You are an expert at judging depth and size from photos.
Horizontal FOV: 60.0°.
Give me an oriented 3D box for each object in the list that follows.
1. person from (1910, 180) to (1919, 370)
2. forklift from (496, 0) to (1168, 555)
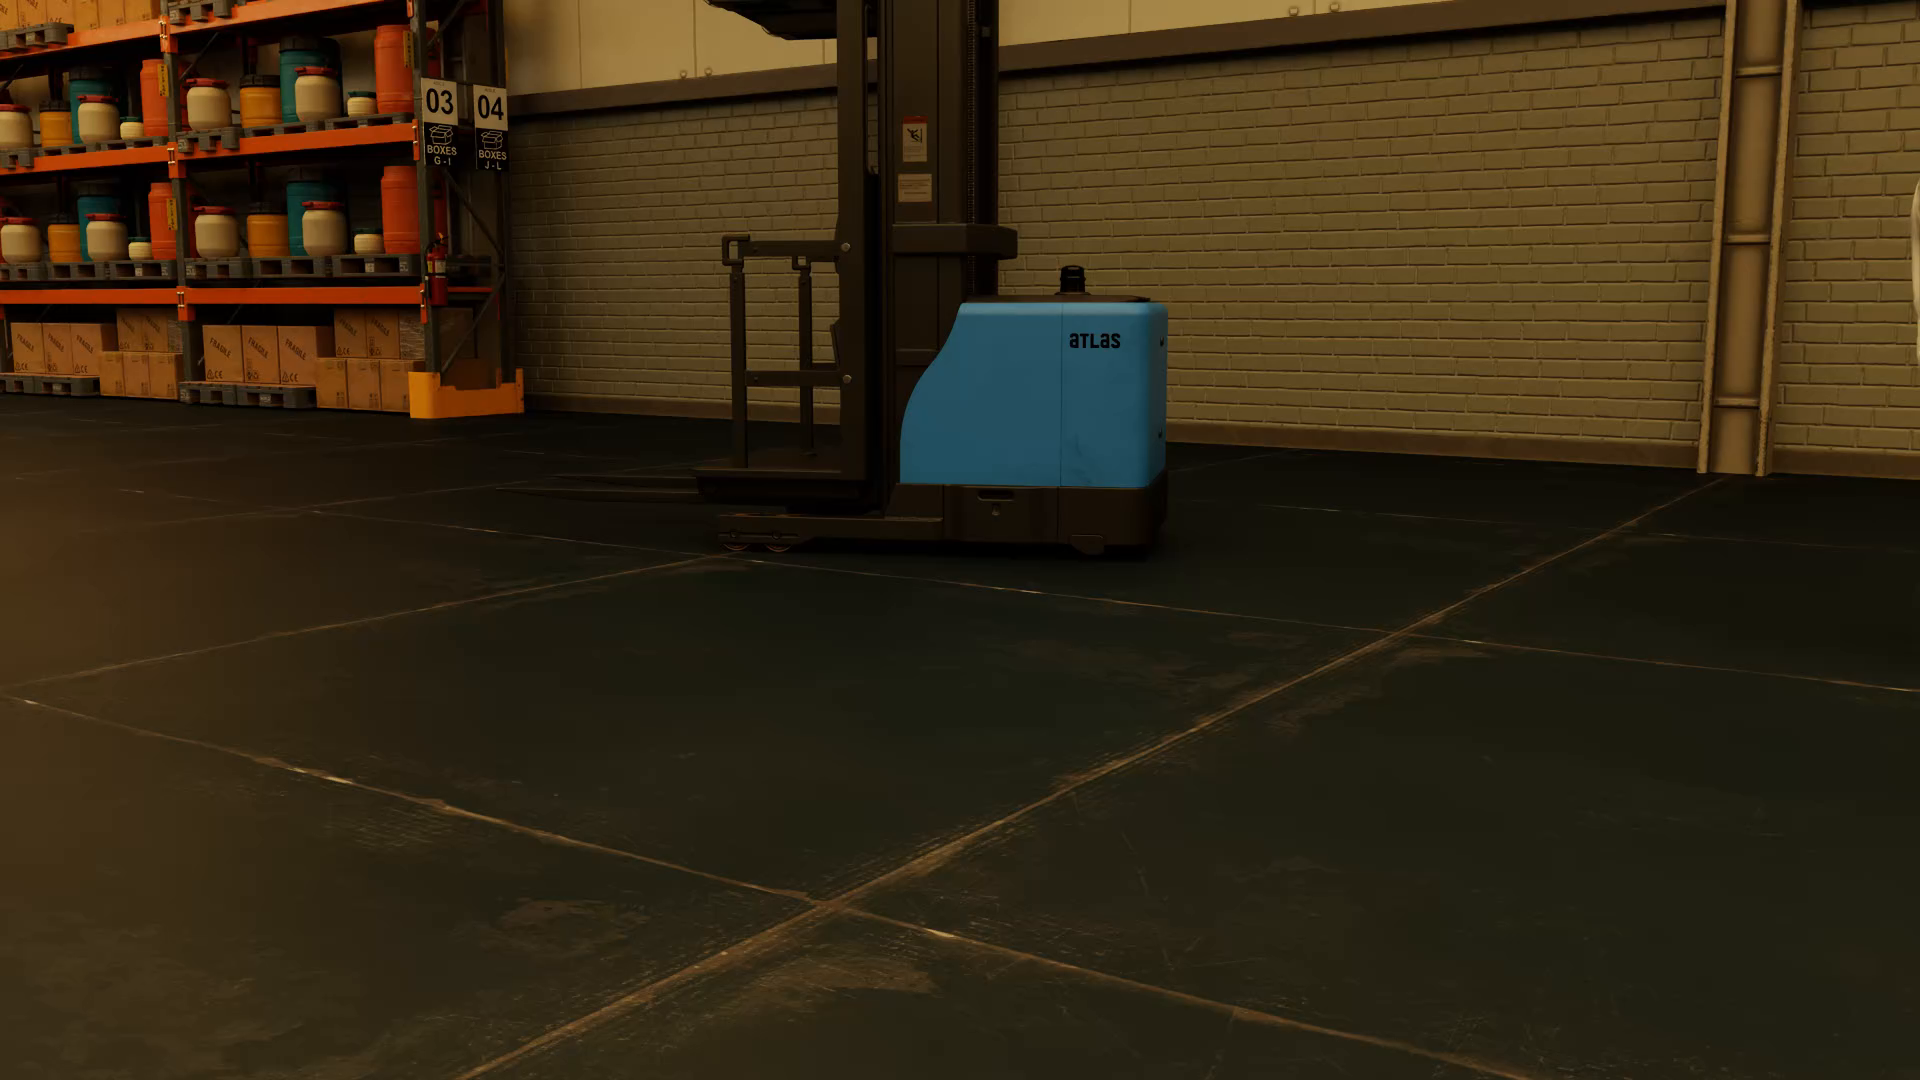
[{"bbox_3d":[3.195,-0.547,5.061,0.577,1.782,0.657,5,10,34],"label":"person"},{"bbox_3d":[-0.596,-1.469,7.520,3.031,2.935,1.130,2,8,12],"label":"forklift"}]
